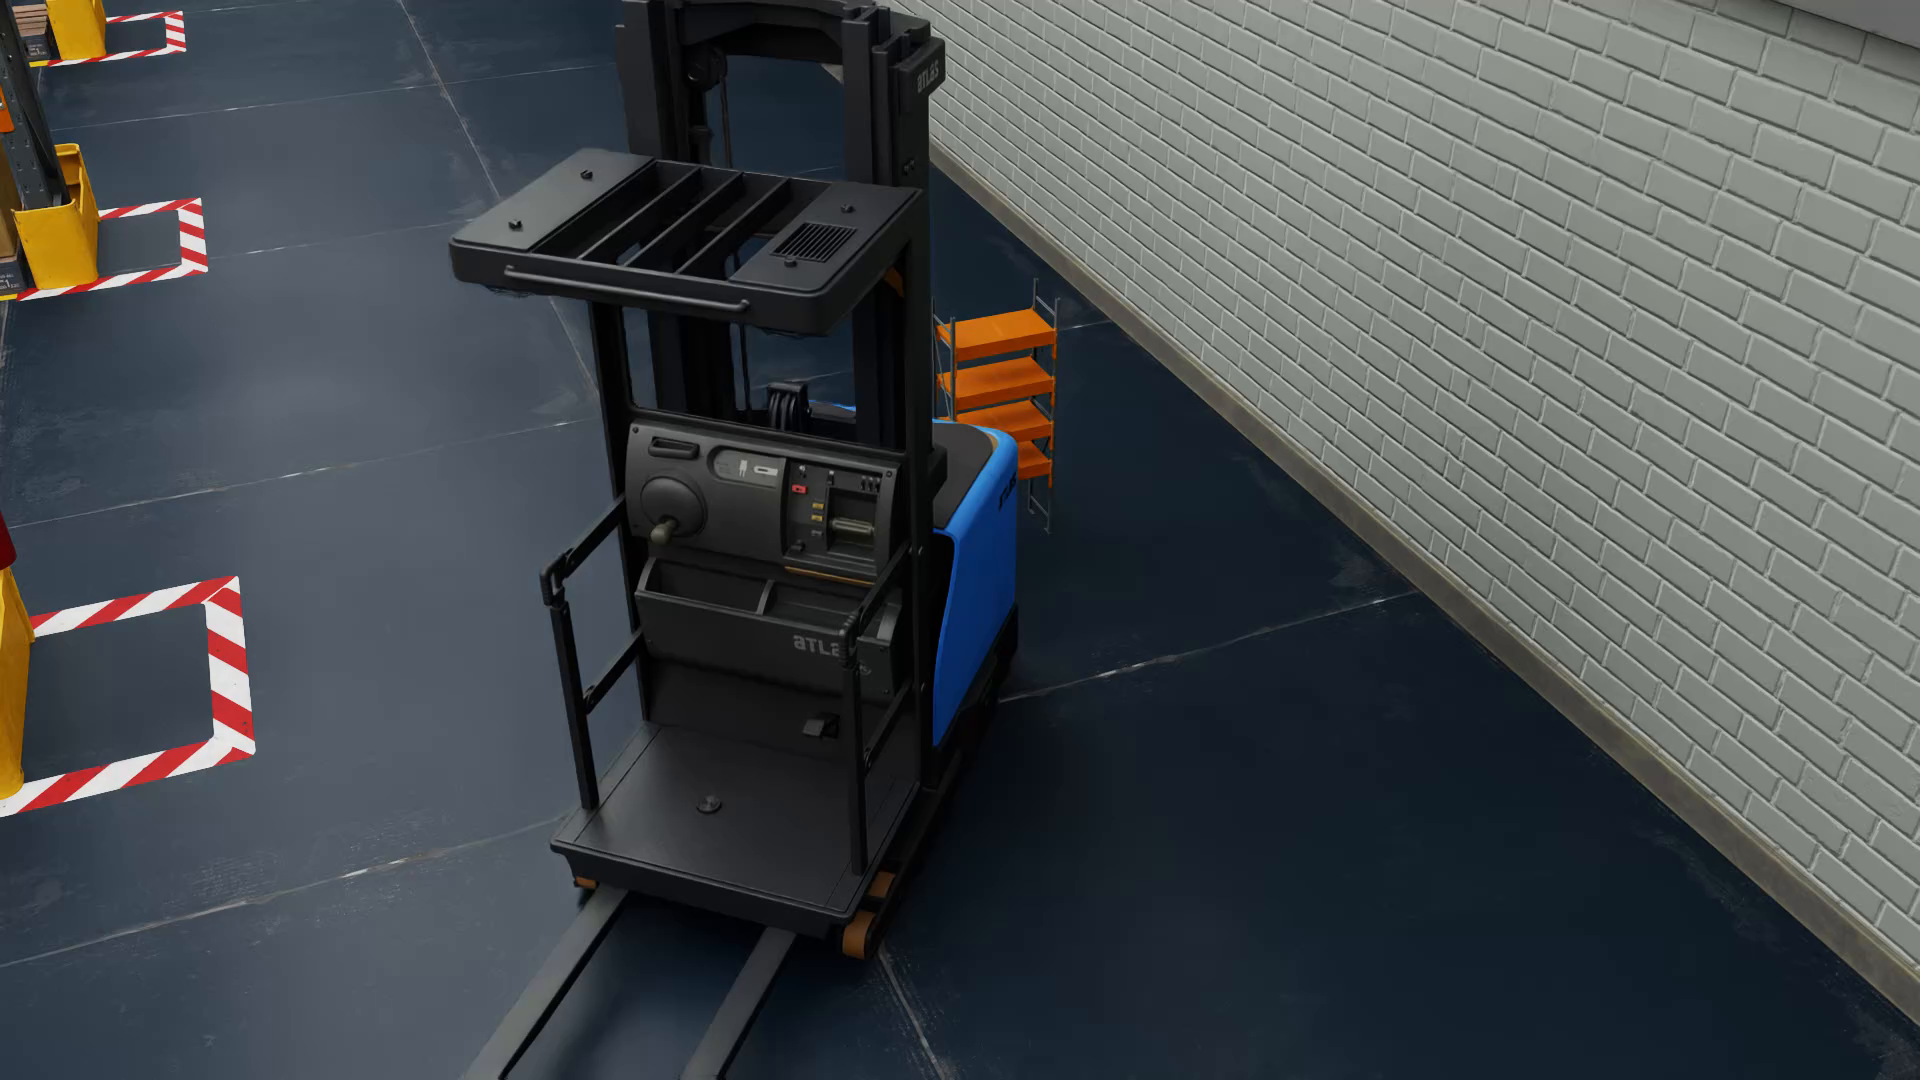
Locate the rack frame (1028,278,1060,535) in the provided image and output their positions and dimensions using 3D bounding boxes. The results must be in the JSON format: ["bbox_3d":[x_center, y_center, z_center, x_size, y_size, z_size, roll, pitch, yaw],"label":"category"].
[{"bbox_3d":[0.378,-0.589,7.556,0.015,1.200,0.240,-13,35,-19],"label":"rack frame"}]

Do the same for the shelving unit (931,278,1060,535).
[{"bbox_3d":[0.153,-0.538,7.476,0.503,1.200,0.258,-13,35,-19],"label":"shelving unit"}]

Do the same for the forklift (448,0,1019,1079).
[{"bbox_3d":[-0.712,-0.072,5.173,1.130,2.935,3.031,10,34,15],"label":"forklift"}]

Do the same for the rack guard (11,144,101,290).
[{"bbox_3d":[-5.657,-2.042,10.431,0.348,0.500,1.175,-13,35,-19],"label":"rack guard"}]

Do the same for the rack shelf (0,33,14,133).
[{"bbox_3d":[-7.523,-2.361,9.288,4.000,0.370,1.077,-13,35,-19],"label":"rack shelf"}]

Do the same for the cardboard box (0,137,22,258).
[{"bbox_3d":[-6.238,-2.195,9.936,0.875,0.875,0.875,-13,35,-19],"label":"cardboard box"}]

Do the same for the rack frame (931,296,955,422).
[{"bbox_3d":[-0.072,-0.486,7.397,0.015,1.200,0.240,-13,35,-19],"label":"rack frame"}]

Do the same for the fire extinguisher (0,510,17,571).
[{"bbox_3d":[-3.441,-0.202,5.723,0.183,0.674,0.296,-13,35,-19],"label":"fire extinguisher"}]

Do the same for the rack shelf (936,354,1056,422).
[{"bbox_3d":[0.153,-0.669,7.391,0.480,0.148,0.258,-13,35,-19],"label":"rack shelf"}]

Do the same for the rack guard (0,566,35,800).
[{"bbox_3d":[-3.922,0.494,6.532,0.348,0.500,1.175,-13,35,-19],"label":"rack guard"}]

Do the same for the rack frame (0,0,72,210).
[{"bbox_3d":[-5.679,-3.085,9.741,0.127,3.000,1.000,-13,35,-19],"label":"rack frame"}]

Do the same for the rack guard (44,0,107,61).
[{"bbox_3d":[-7.579,-4.540,14.268,0.348,0.500,1.175,-13,35,-19],"label":"rack guard"}]

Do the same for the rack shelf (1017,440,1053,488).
[{"bbox_3d":[0.153,-0.315,7.621,0.480,0.148,0.258,-13,35,-19],"label":"rack shelf"}]

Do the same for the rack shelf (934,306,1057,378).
[{"bbox_3d":[0.153,-0.867,7.262,0.480,0.148,0.258,-13,35,-19],"label":"rack shelf"}]

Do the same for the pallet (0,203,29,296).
[{"bbox_3d":[-6.386,-1.708,10.182,1.213,0.211,1.003,-13,35,-19],"label":"pallet"}]

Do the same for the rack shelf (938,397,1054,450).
[{"bbox_3d":[0.153,-0.481,7.513,0.480,0.148,0.258,-13,35,-19],"label":"rack shelf"}]

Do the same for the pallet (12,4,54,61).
[{"bbox_3d":[-8.372,-4.252,14.092,1.213,0.211,1.003,-13,35,-19],"label":"pallet"}]
